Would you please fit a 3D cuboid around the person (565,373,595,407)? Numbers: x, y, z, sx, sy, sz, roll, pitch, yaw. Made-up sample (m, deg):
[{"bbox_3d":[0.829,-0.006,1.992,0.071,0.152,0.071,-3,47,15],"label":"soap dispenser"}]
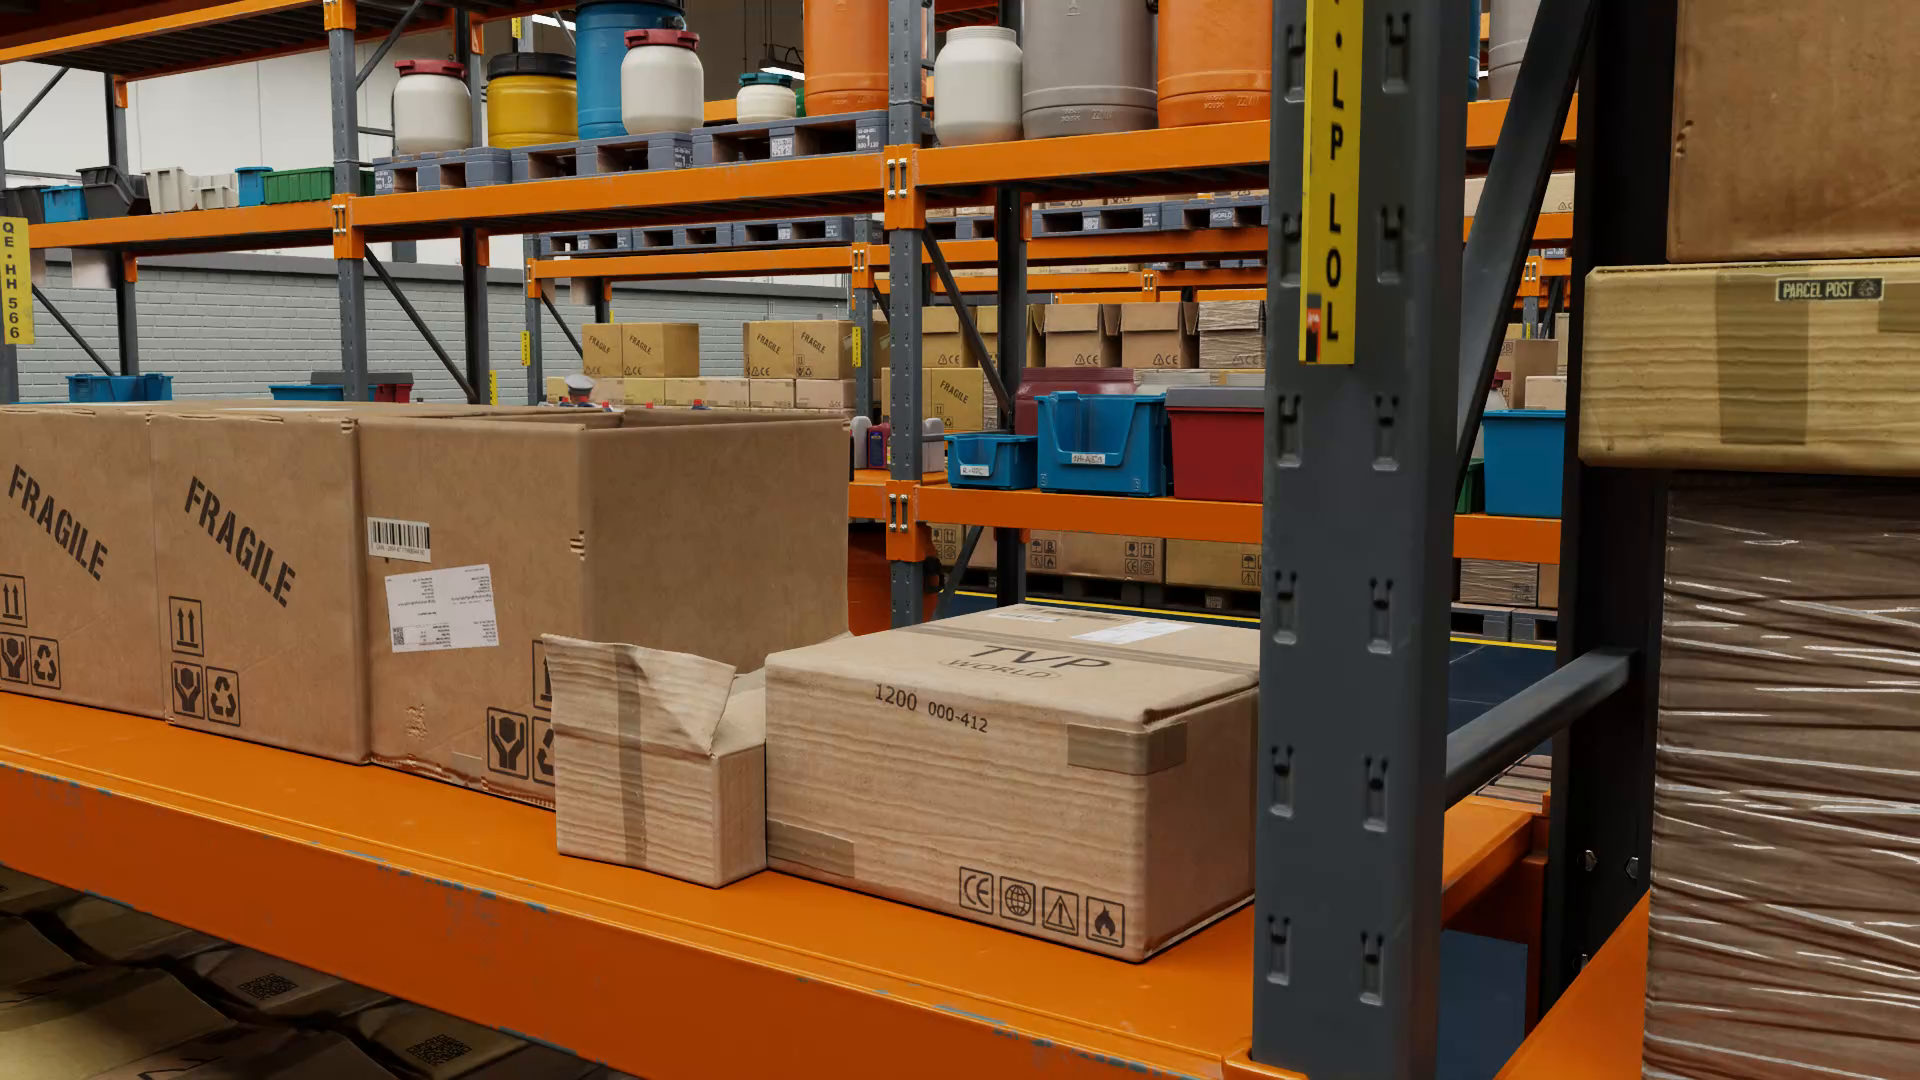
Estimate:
[{"bbox_3d":[-3.191,-0.512,13.670,1.025,1.714,0.539,6,9,44],"label":"person"}]
